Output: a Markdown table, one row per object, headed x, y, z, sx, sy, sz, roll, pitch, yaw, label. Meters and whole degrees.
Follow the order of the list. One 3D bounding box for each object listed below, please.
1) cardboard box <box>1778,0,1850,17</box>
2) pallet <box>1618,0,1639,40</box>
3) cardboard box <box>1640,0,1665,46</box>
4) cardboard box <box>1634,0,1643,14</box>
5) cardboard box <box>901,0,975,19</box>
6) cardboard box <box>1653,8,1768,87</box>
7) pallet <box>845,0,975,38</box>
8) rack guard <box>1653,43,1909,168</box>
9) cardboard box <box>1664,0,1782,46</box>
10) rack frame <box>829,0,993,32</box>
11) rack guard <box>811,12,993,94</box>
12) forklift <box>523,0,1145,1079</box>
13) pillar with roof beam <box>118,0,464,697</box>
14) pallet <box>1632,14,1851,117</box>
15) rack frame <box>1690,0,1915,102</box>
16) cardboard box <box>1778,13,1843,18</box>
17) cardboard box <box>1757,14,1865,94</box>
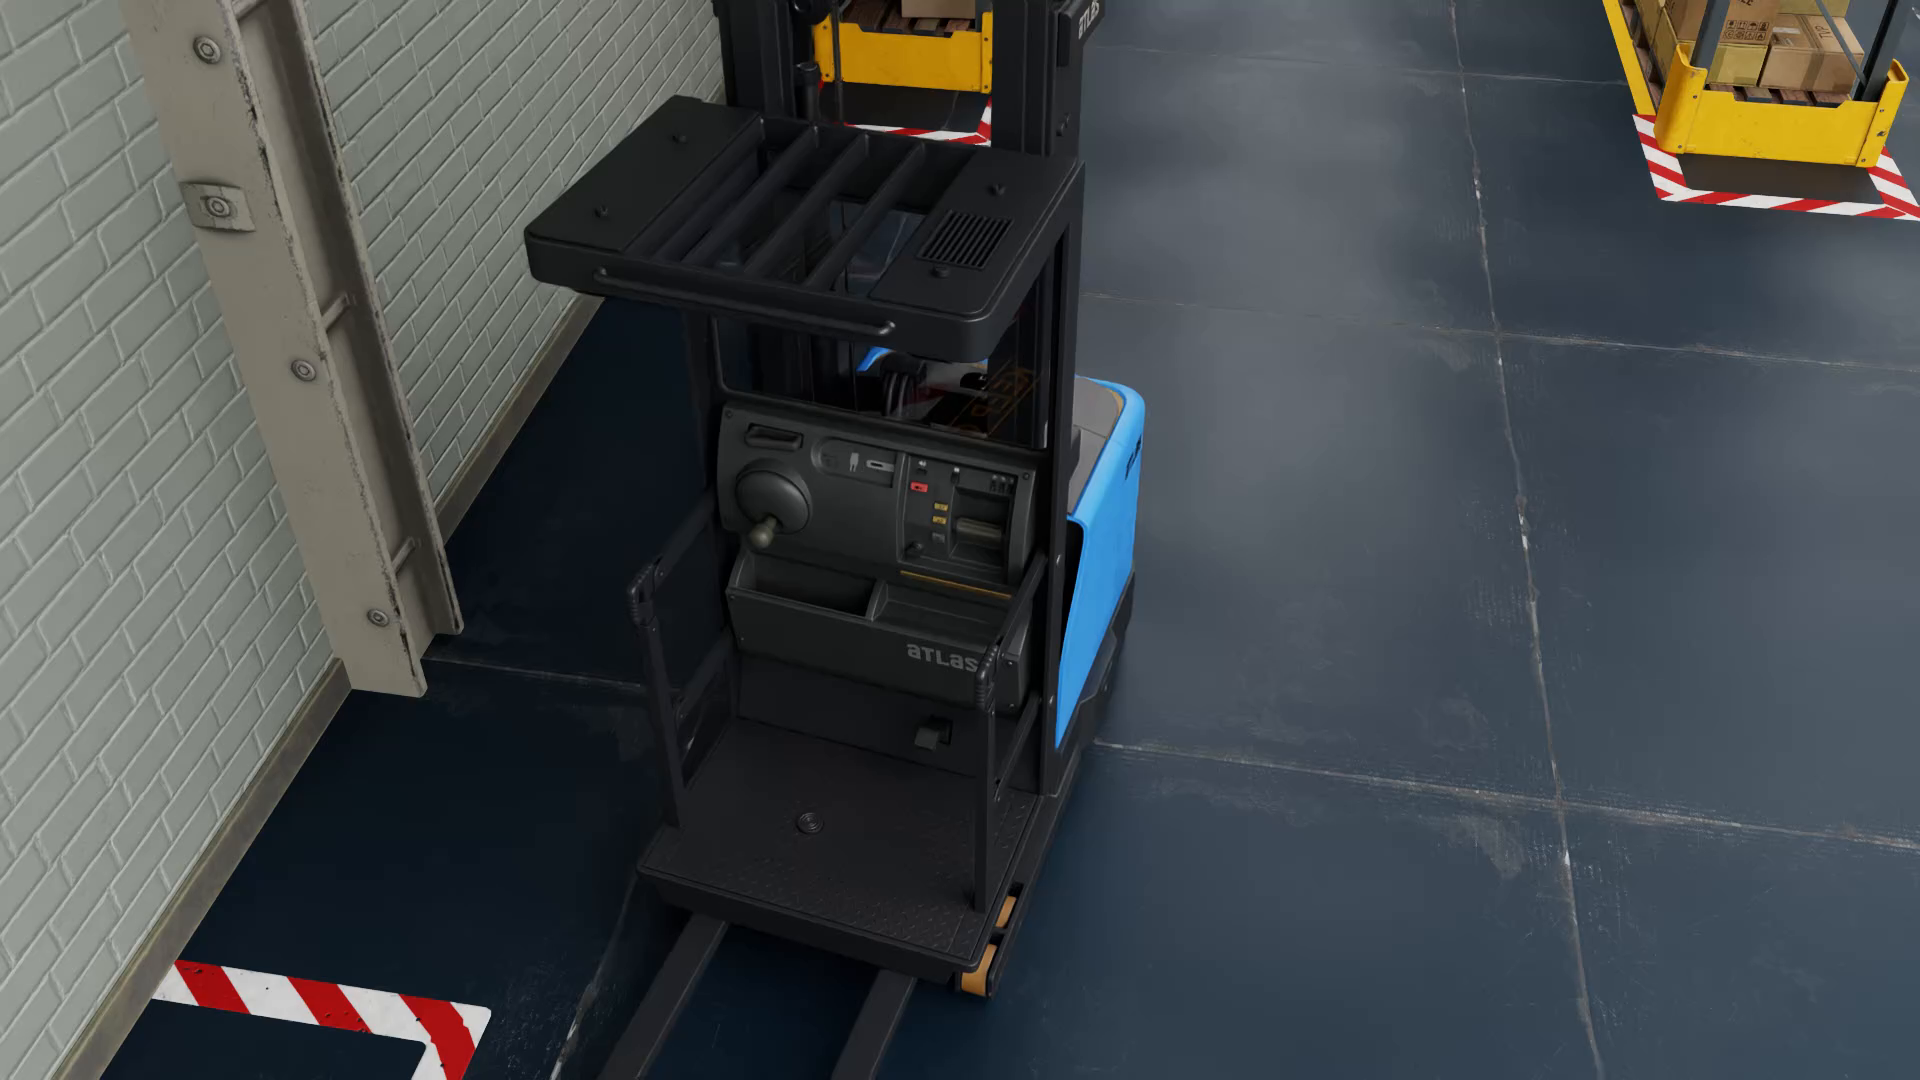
| x | y | z | sx | sy | sz | roll | pitch | yaw | label |
| --- | --- | --- | --- | --- | --- | --- | --- | --- | --- |
| 4.967 | -3.428 | 9.782 | 0.500 | 0.500 | 0.500 | 6 | 40 | 8 | cardboard box |
| 4.875 | -3.584 | 10.919 | 1.003 | 0.211 | 1.213 | 6 | 40 | 8 | pallet |
| 4.447 | -3.197 | 10.091 | 0.500 | 0.250 | 0.500 | 6 | 40 | 8 | cardboard box |
| 4.532 | -3.511 | 10.471 | 0.500 | 0.250 | 0.500 | 6 | 40 | 8 | cardboard box |
| -0.100 | -3.512 | 10.409 | 0.500 | 0.311 | 0.500 | 2 | 40 | 3 | cardboard box |
| 4.373 | -2.882 | 9.710 | 0.500 | 0.250 | 0.500 | 6 | 40 | 8 | cardboard box |
| -0.120 | -3.434 | 10.737 | 1.003 | 0.211 | 1.213 | 6 | 40 | 8 | pallet |
| 4.567 | -2.432 | 9.300 | 1.175 | 0.500 | 0.348 | 6 | 40 | 8 | rack guard |
| 4.371 | -3.171 | 9.472 | 0.500 | 0.500 | 0.500 | 6 | 40 | 8 | cardboard box |
| -0.309 | -3.955 | 9.179 | 1.000 | 3.000 | 0.127 | 6 | 40 | 8 | rack frame |
| -0.296 | -3.039 | 10.033 | 1.175 | 0.500 | 0.348 | 6 | 40 | 8 | rack guard |
| -0.314 | -0.040 | 4.498 | 1.130 | 2.935 | 3.031 | 12 | 41 | 15 | forklift |
| 2.162 | -2.561 | 2.786 | 9.100 | 9.000 | 0.400 | 6 | 40 | 8 | pillar with roof beam |
| 4.662 | -2.821 | 9.996 | 1.003 | 0.211 | 1.213 | 6 | 40 | 8 | pallet |
| 4.571 | -3.411 | 8.521 | 1.000 | 3.000 | 0.127 | 6 | 40 | 8 | rack frame |
| 4.966 | -3.139 | 10.021 | 0.500 | 0.250 | 0.500 | 6 | 40 | 8 | cardboard box |
| 4.883 | -2.825 | 9.641 | 0.500 | 0.250 | 0.500 | 6 | 40 | 8 | cardboard box |
